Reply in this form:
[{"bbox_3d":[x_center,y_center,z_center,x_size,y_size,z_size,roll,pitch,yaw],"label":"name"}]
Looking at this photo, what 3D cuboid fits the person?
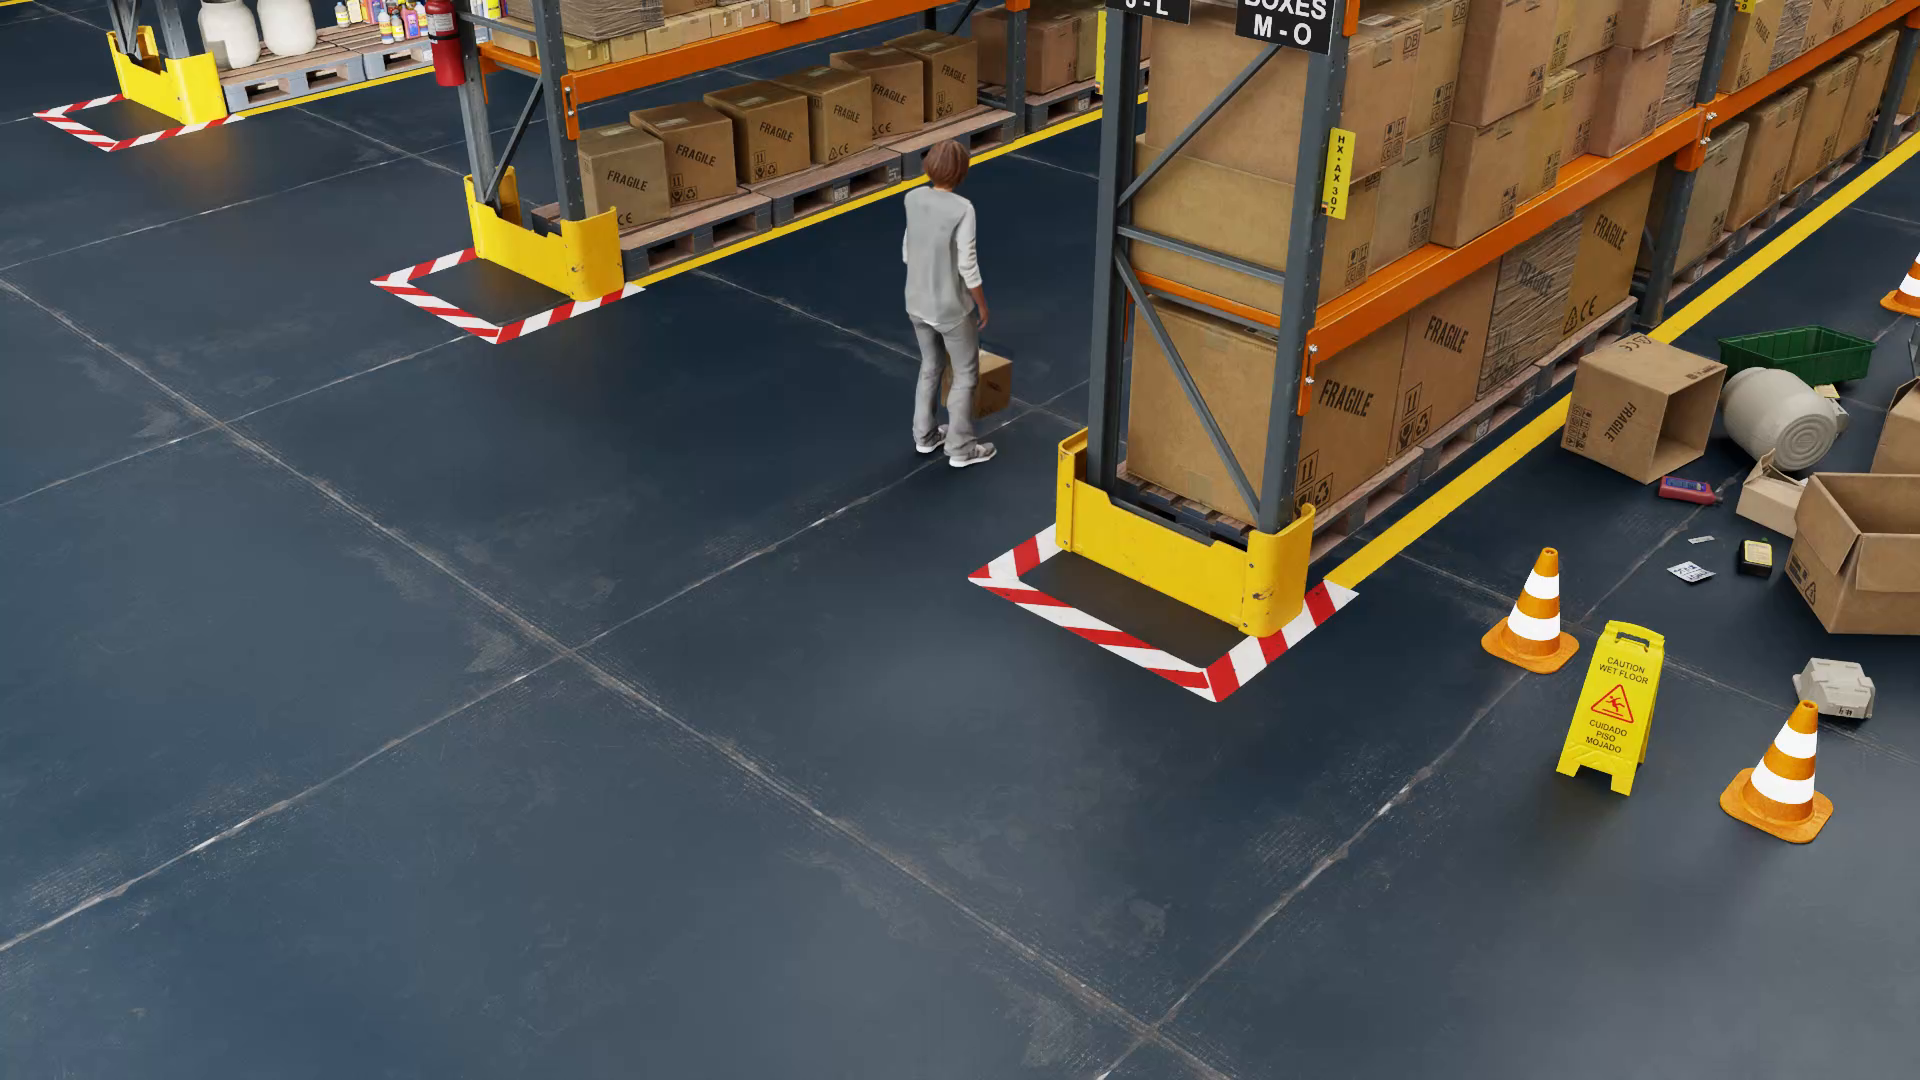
[{"bbox_3d":[-0.076,-1.116,7.946,0.456,1.596,0.342,24,39,34],"label":"person"}]
